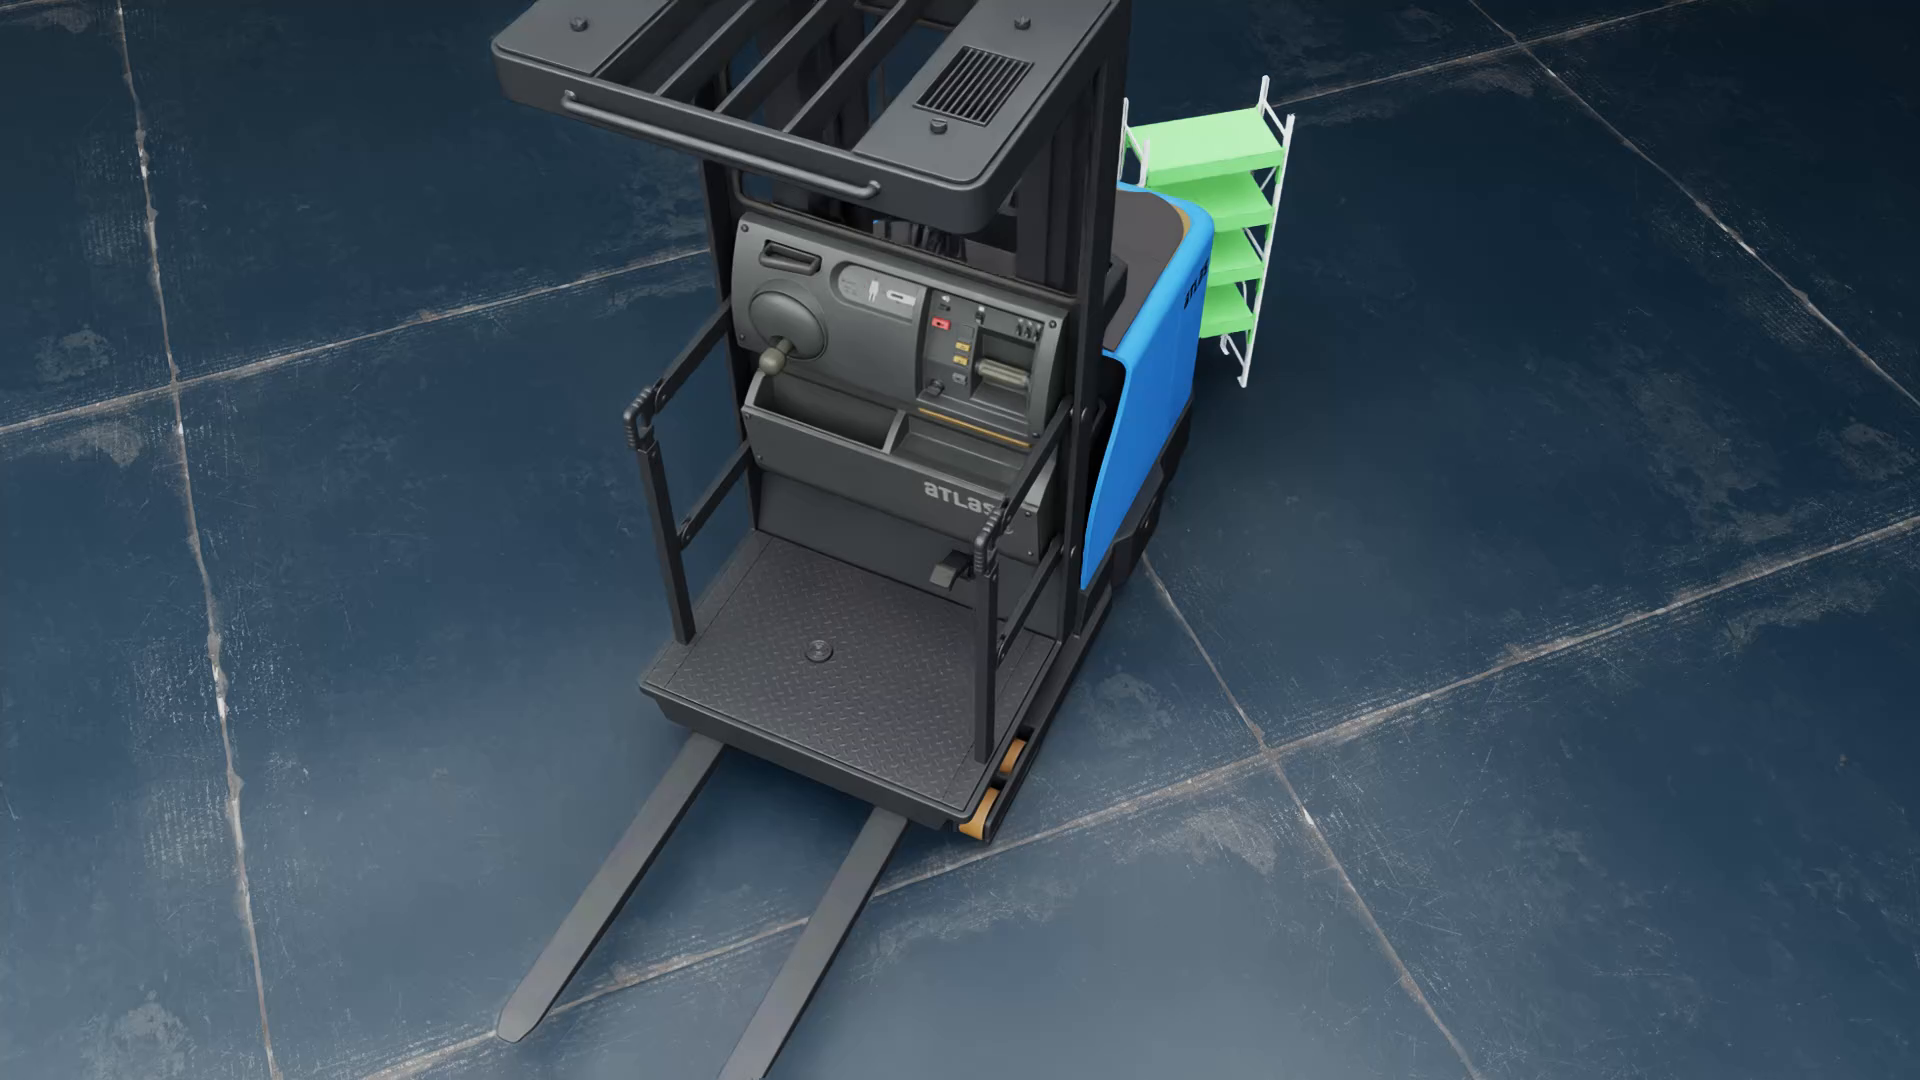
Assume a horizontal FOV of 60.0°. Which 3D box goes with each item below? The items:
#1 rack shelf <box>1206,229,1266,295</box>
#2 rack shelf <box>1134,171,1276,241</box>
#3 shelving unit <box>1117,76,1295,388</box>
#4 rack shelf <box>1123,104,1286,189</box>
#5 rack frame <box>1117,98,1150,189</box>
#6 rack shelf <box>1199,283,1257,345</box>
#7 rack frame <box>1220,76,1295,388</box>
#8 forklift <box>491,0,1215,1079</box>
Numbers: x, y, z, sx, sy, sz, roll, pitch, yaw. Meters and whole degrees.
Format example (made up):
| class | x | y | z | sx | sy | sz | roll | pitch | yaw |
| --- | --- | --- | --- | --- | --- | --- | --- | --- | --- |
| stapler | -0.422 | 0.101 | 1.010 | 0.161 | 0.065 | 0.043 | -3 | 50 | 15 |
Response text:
| class | x | y | z | sx | sy | sz | roll | pitch | yaw |
| --- | --- | --- | --- | --- | --- | --- | --- | --- | --- |
| rack shelf | 0.800 | -0.962 | 5.870 | 0.480 | 0.148 | 0.258 | -11 | 50 | -10 |
| rack shelf | 0.800 | -1.119 | 5.688 | 0.480 | 0.148 | 0.258 | -11 | 50 | -10 |
| shelving unit | 0.800 | -1.004 | 5.821 | 0.503 | 1.200 | 0.258 | -11 | 50 | -10 |
| rack shelf | 0.800 | -1.275 | 5.506 | 0.480 | 0.148 | 0.258 | -11 | 50 | -10 |
| rack frame | 0.564 | -0.957 | 5.781 | 0.015 | 1.200 | 0.240 | -11 | 50 | -10 |
| rack shelf | 0.800 | -0.806 | 6.052 | 0.480 | 0.148 | 0.258 | -11 | 50 | -10 |
| rack frame | 1.036 | -1.051 | 5.862 | 0.015 | 1.200 | 0.240 | -11 | 50 | -10 |
| forklift | -0.267 | -0.447 | 4.202 | 1.130 | 2.935 | 3.031 | 20 | 52 | 16 |
